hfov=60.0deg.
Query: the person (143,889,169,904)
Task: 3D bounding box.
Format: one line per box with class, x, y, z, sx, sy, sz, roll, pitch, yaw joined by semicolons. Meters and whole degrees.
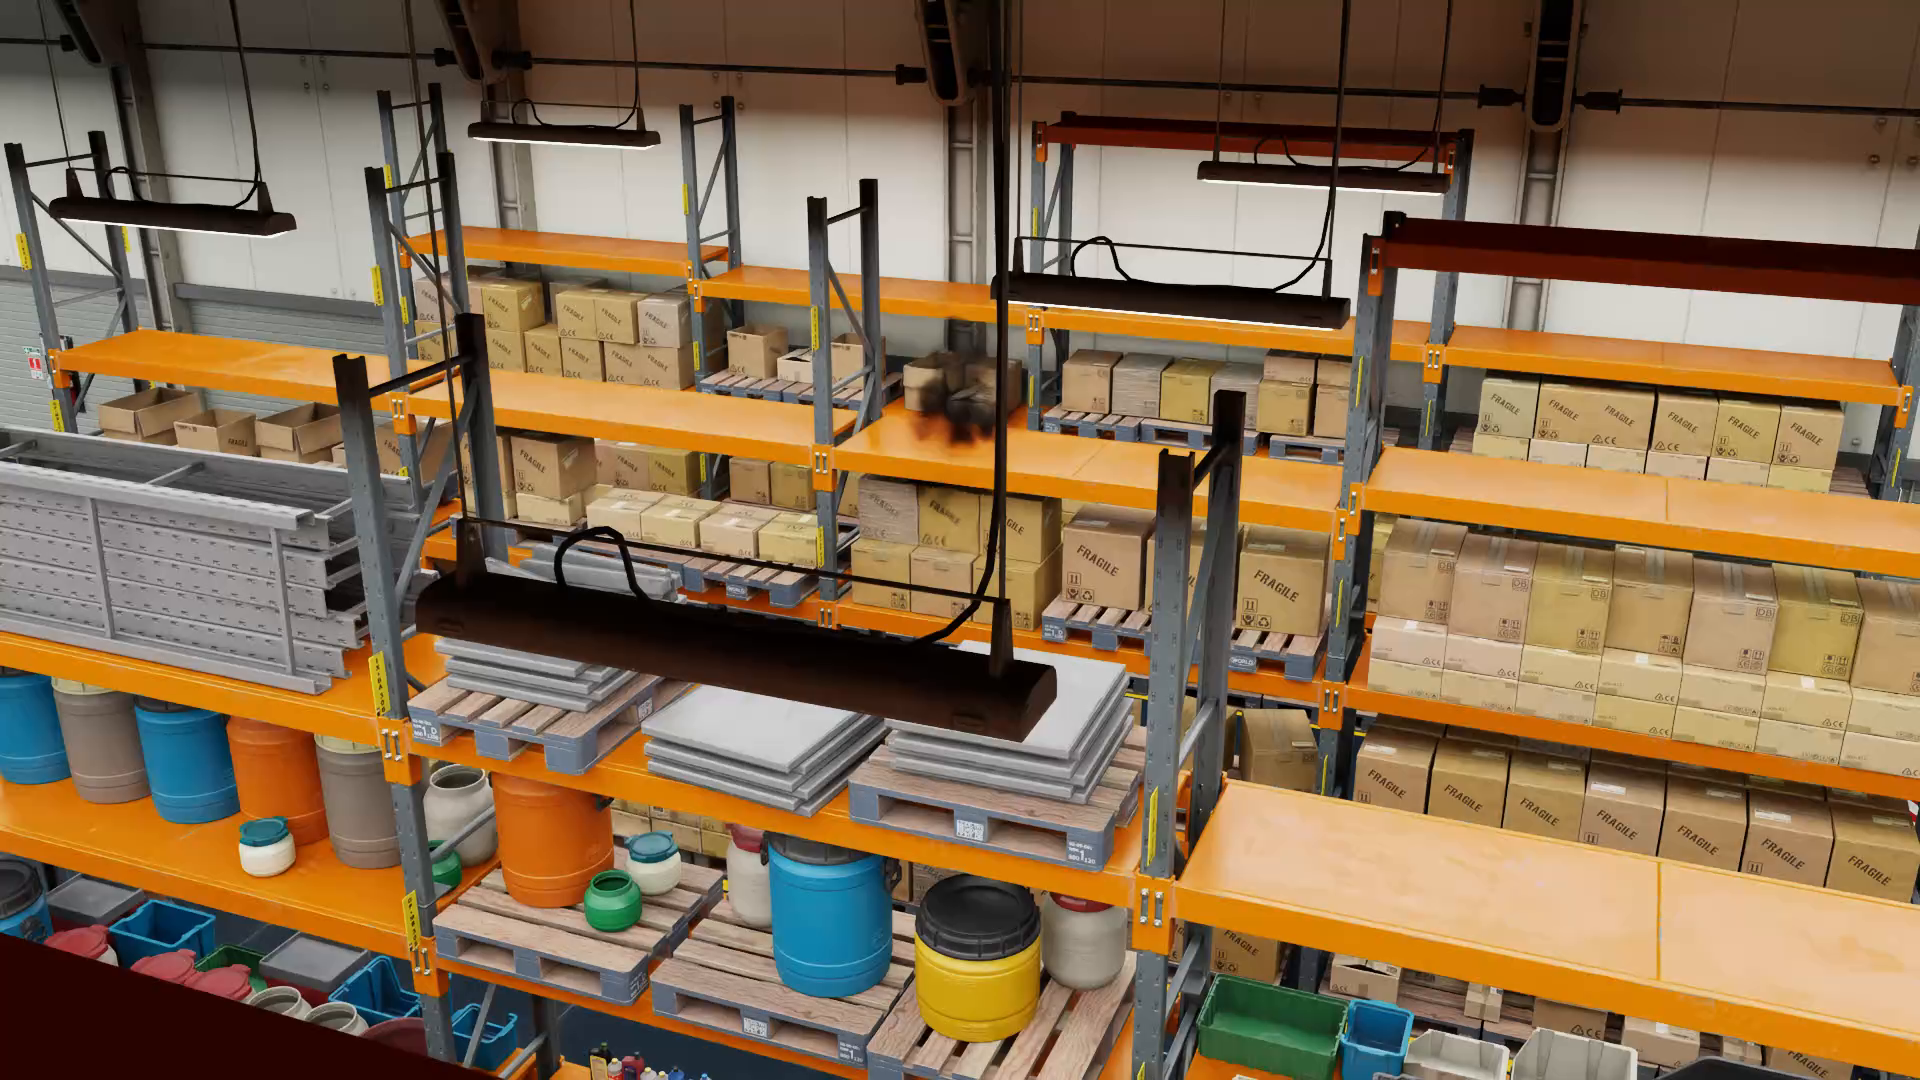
person;-6.407;2.595;13.193;0.840;1.710;0.554;6;22;16
